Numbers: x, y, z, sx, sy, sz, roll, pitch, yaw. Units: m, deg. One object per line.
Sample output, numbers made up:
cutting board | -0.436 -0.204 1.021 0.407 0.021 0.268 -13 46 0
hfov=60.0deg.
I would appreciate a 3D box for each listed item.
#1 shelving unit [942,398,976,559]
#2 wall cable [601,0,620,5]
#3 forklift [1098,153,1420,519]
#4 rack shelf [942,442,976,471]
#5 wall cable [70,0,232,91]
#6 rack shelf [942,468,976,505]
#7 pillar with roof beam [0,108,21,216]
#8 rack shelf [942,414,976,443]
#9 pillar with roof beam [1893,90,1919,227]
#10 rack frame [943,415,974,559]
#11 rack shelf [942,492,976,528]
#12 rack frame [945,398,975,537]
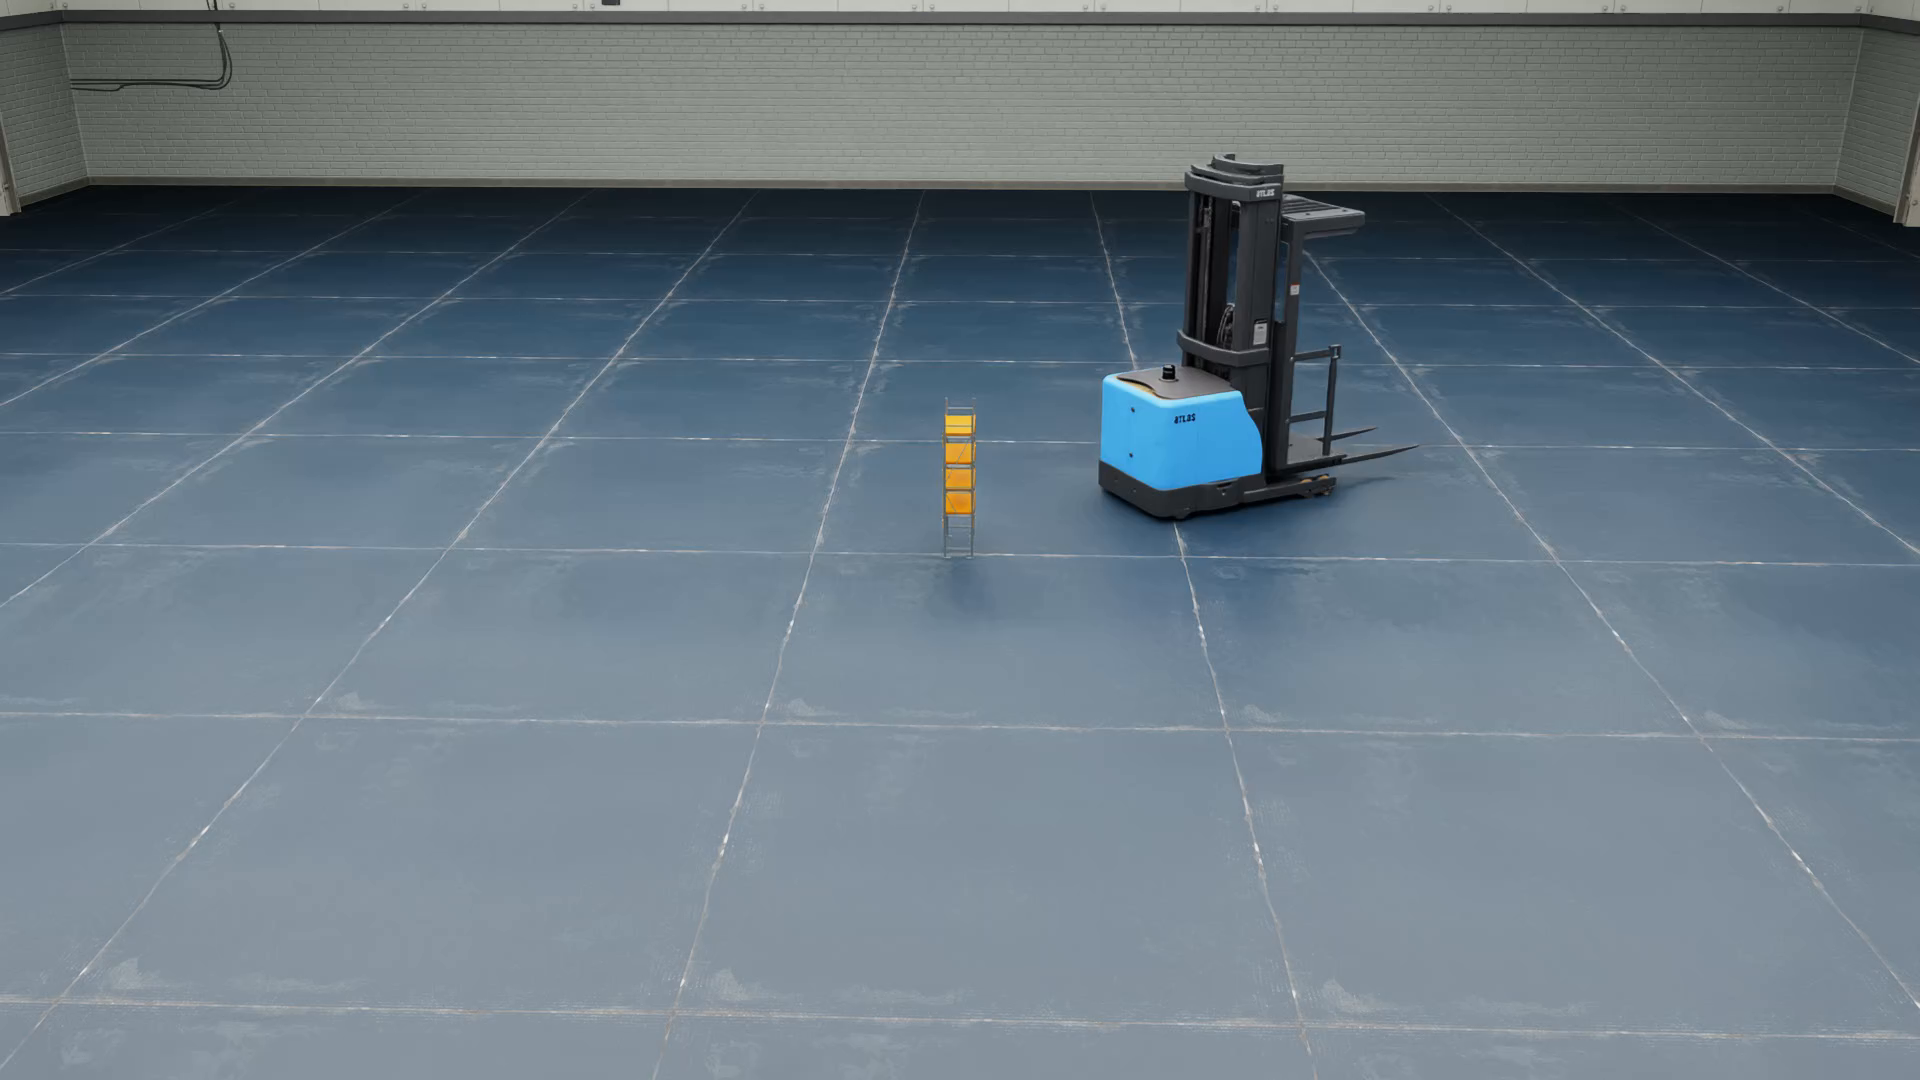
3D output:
shelving unit | -0.005 -0.500 13.451 0.258 1.200 0.503 1 21 2
wall cable | -5.145 -12.210 28.150 2.305 6.003 0.169 1 21 2
forklift | 2.790 -1.900 14.667 3.031 2.935 1.130 -11 24 -25
rack shelf | -0.005 -0.645 13.394 0.258 0.148 0.480 1 21 2
wall cable | -14.633 -9.287 29.611 3.097 2.526 0.112 1 21 2
rack shelf | -0.005 -0.437 13.475 0.258 0.148 0.480 1 21 2
pillar with roof beam | -11.741 -9.637 26.219 9.100 9.000 0.400 1 21 2
rack shelf | -0.005 -0.866 13.309 0.258 0.148 0.480 1 21 2
pillar with roof beam | 11.138 -9.385 25.570 9.100 9.000 0.400 1 21 2
rack frame | -0.012 -0.411 13.224 0.240 1.200 0.015 1 21 2
rack shelf | -0.005 -0.252 13.547 0.258 0.148 0.480 1 21 2
rack frame | 0.002 -0.588 13.678 0.240 1.200 0.015 1 21 2
